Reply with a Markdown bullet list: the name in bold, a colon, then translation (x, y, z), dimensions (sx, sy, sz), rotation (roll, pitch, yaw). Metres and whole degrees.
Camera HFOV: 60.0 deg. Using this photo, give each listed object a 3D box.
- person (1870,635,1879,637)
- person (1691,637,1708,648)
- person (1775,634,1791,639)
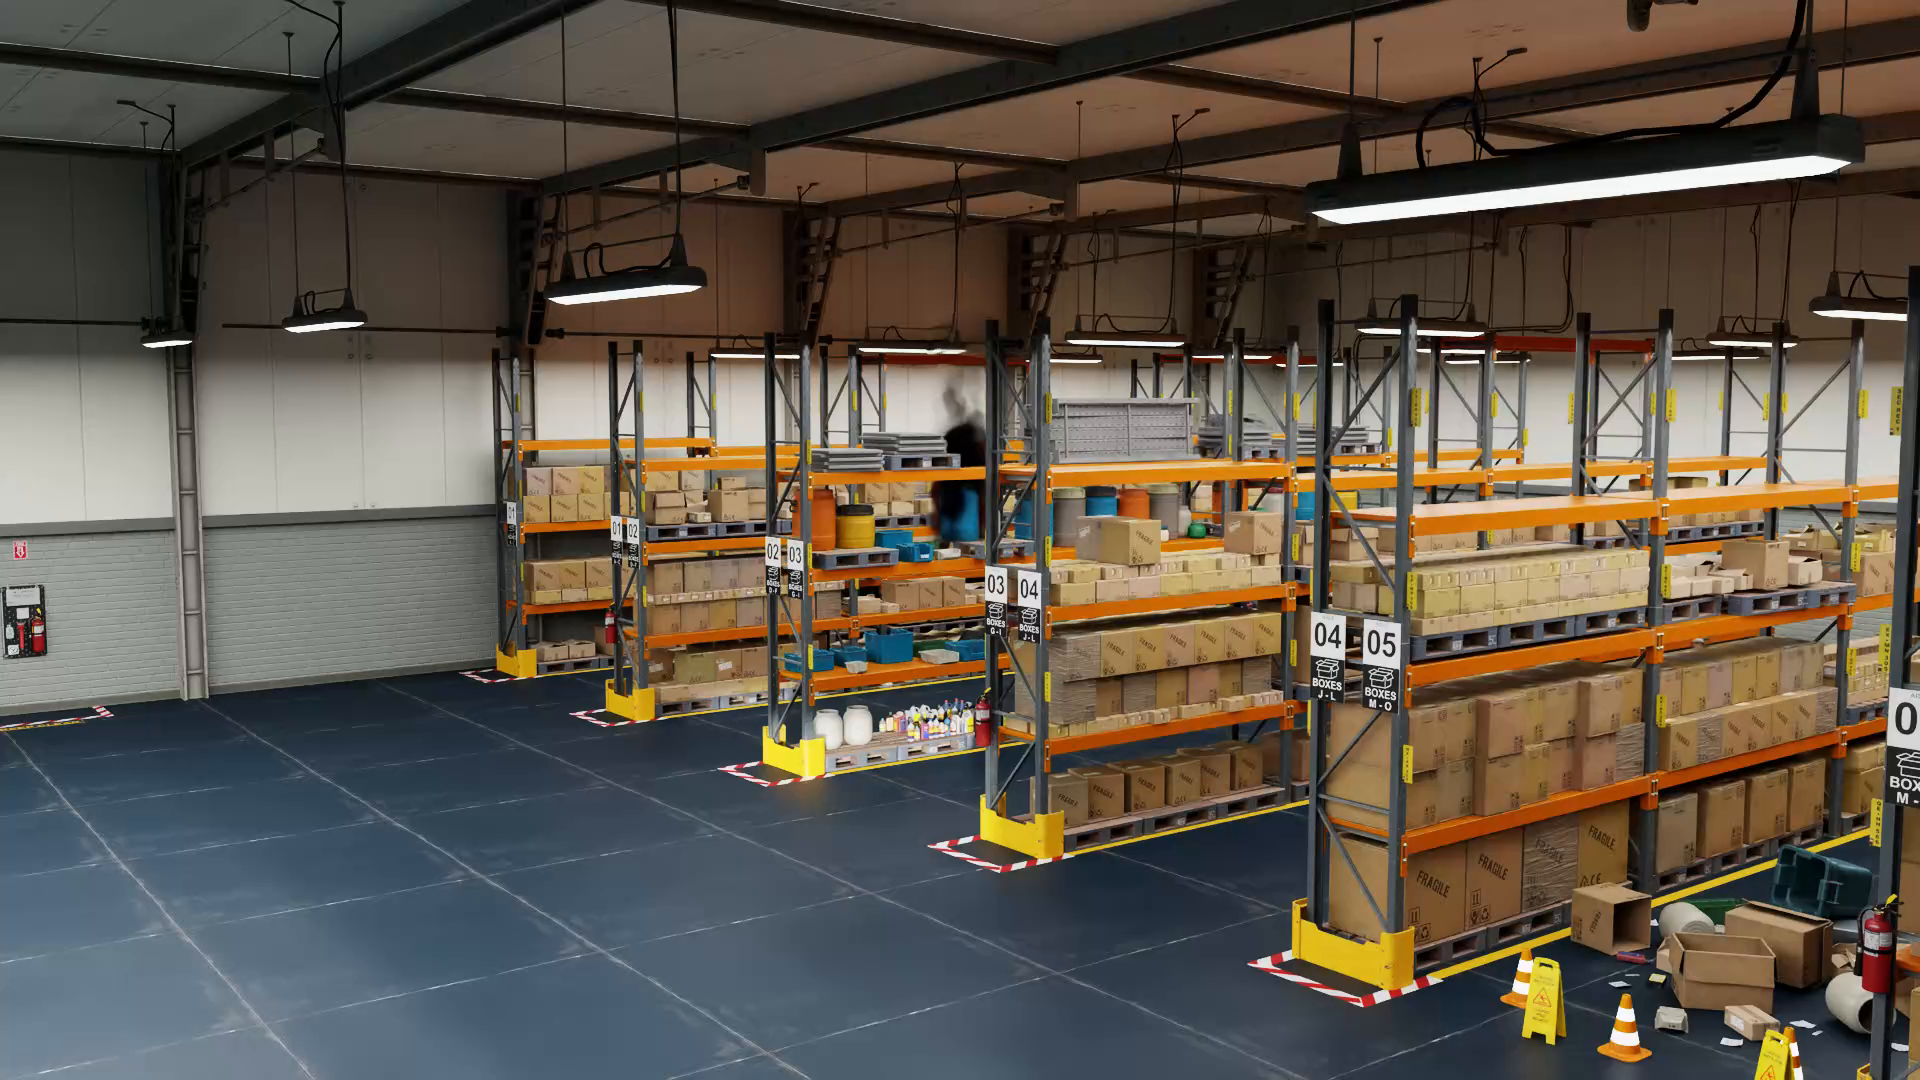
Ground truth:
- **person**: translation (13.840, 2.200, 24.937), dimensions (0.795, 1.609, 0.557), rotation (-4, 6, -37)
- **person**: translation (10.720, 2.199, 24.310), dimensions (0.539, 1.713, 0.695), rotation (5, 7, 45)
- **person**: translation (11.876, 2.217, 24.035), dimensions (0.863, 1.713, 0.620), rotation (-4, 6, -37)
